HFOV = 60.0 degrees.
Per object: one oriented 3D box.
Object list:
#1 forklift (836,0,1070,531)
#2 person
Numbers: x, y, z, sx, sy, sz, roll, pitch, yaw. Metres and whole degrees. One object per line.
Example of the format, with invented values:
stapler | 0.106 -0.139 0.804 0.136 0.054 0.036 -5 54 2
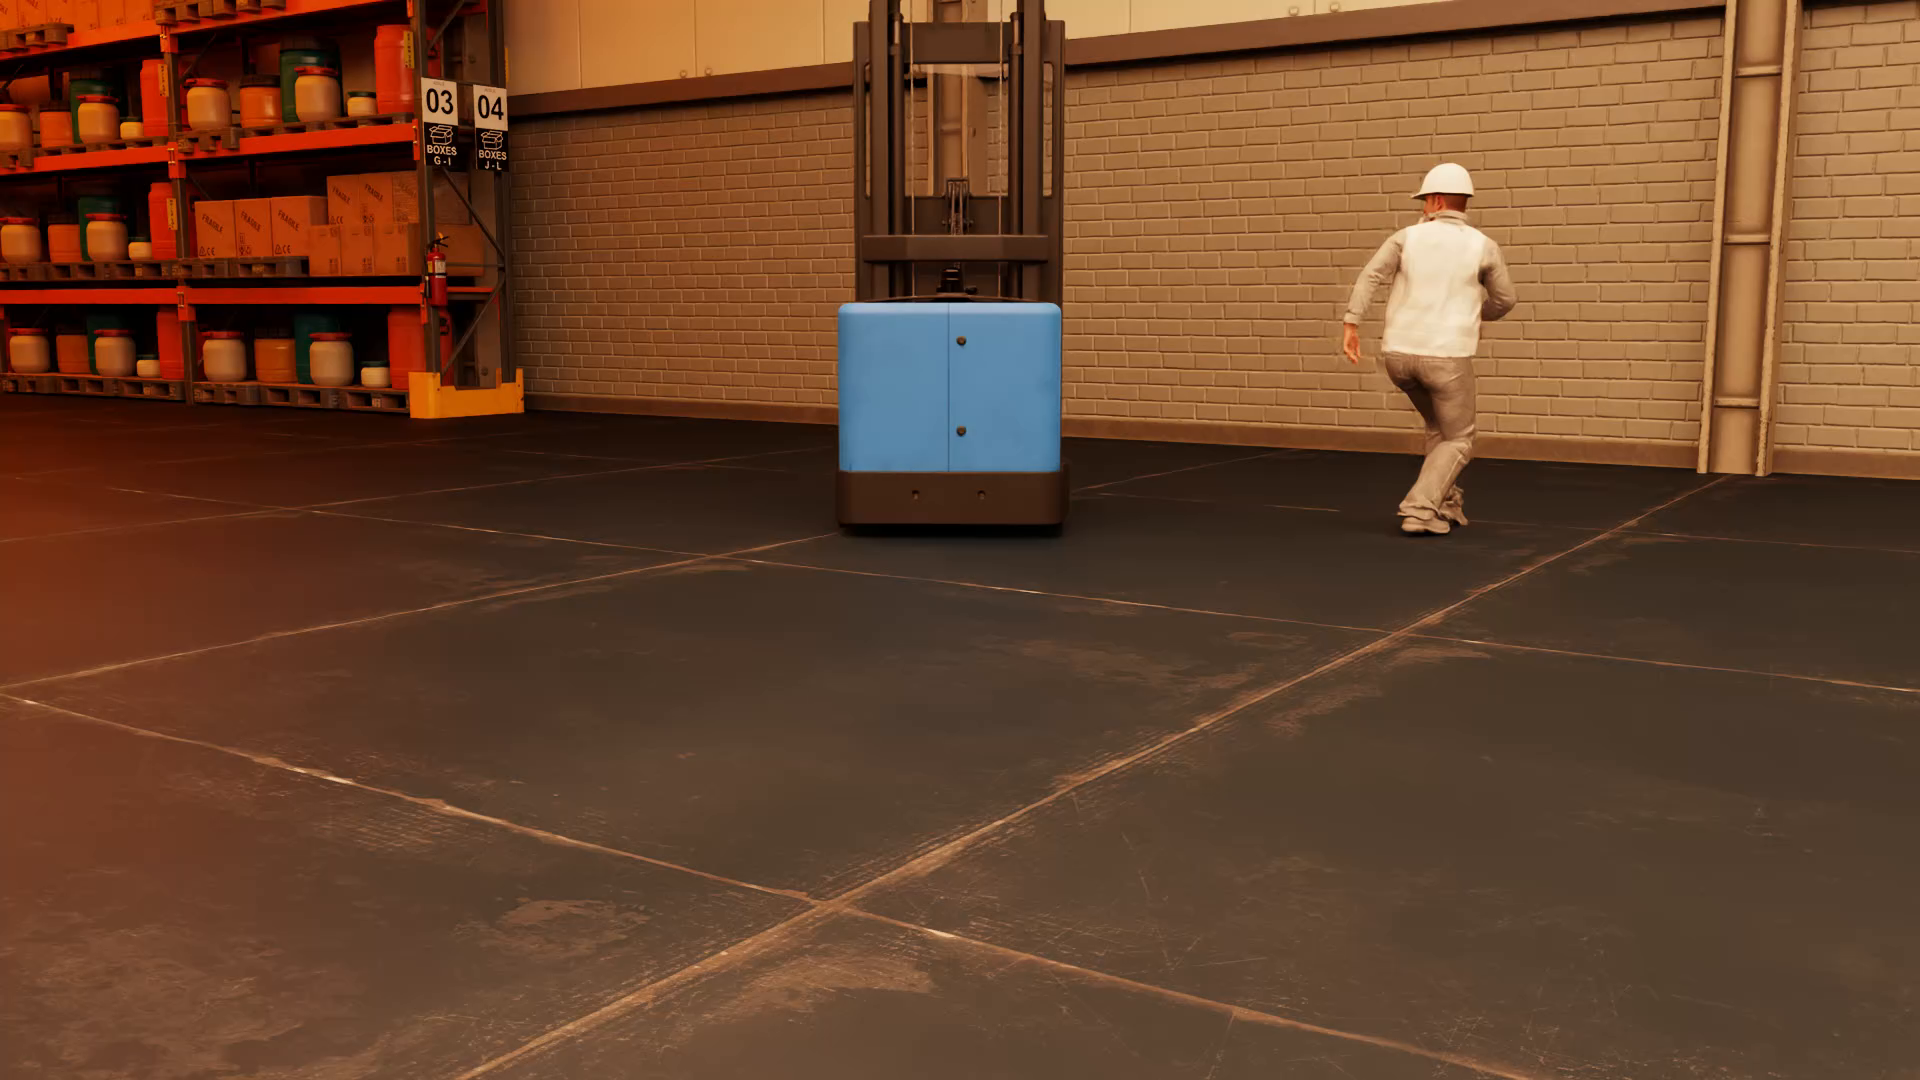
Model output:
forklift | 0.005 -1.664 8.895 1.130 2.935 3.031 0 8 2
person | 2.226 -0.855 7.769 0.827 1.771 0.592 -7 11 -42
